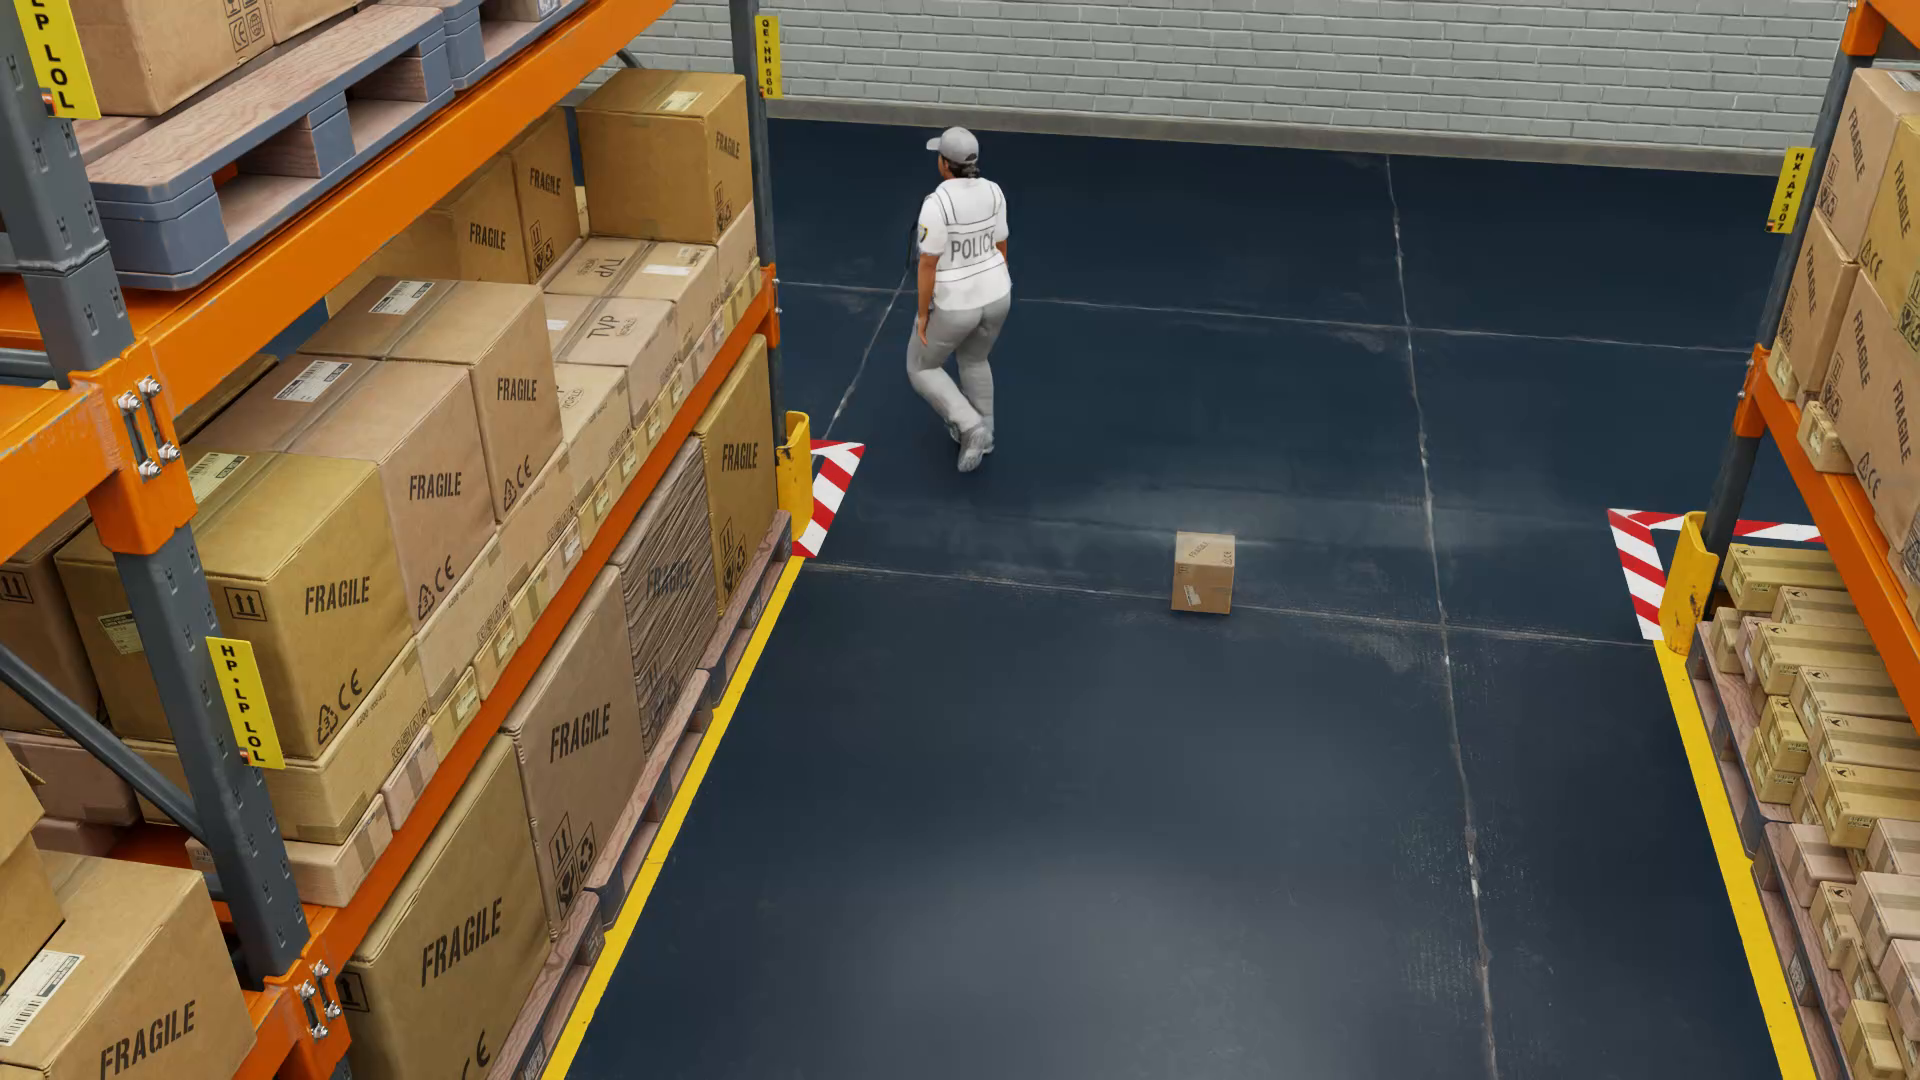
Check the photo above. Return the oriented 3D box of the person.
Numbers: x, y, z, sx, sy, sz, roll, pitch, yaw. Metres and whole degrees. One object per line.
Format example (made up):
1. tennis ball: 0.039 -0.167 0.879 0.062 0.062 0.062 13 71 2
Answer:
1. person: 0.030 -1.107 7.835 0.529 1.648 0.538 -23 39 -31
